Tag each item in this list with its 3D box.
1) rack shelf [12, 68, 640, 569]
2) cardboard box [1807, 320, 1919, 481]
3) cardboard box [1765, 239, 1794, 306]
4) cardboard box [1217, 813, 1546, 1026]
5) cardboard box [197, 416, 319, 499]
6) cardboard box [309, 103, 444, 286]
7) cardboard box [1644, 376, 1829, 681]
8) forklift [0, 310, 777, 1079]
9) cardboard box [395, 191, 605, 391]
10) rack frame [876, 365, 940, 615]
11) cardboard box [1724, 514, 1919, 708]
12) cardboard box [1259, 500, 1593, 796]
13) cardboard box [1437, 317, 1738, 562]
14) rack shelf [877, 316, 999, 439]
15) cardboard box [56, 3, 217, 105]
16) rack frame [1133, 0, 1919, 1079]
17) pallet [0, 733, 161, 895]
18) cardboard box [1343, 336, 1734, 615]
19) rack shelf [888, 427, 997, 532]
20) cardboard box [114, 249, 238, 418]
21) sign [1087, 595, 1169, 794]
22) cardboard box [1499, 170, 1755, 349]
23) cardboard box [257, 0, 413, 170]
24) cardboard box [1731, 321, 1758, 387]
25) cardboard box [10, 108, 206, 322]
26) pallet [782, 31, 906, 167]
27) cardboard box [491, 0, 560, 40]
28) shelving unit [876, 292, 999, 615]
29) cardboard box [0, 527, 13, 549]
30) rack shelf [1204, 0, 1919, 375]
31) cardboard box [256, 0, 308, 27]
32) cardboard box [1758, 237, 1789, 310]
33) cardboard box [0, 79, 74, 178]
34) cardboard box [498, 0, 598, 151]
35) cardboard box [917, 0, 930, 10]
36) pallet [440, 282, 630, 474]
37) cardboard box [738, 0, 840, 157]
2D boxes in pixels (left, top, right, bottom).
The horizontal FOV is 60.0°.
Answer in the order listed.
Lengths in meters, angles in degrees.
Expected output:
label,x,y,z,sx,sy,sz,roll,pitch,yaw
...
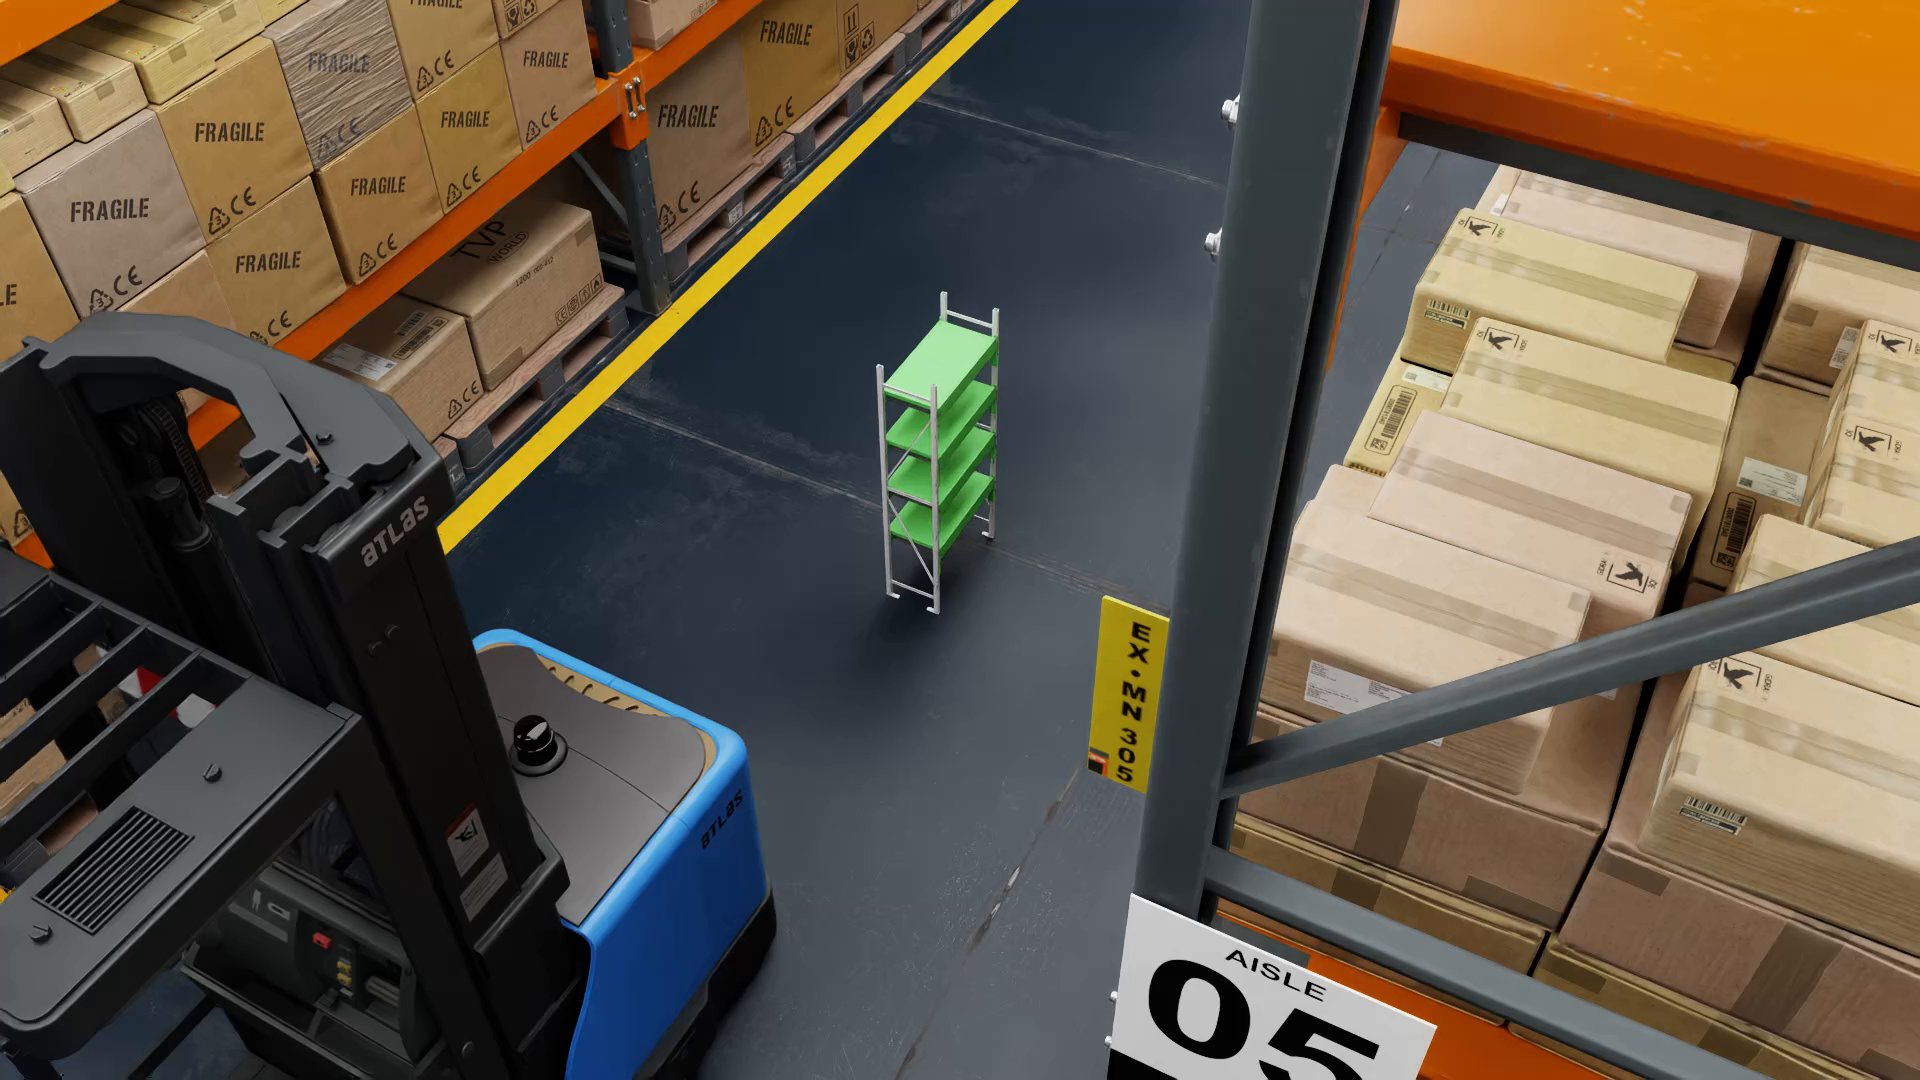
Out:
label,x,y,z,sx,sy,sz,roll,pitch,yaw
rack shelf,-2.813,-0.822,6.239,1.077,0.370,4.000,20,49,19
cardboard box,1.480,-0.145,2.429,0.380,0.149,0.250,21,49,20
cardboard box,1.844,-0.575,3.134,0.500,0.250,0.500,19,48,18
cardboard box,0.667,0.380,2.541,0.500,0.250,0.500,19,48,18
cardboard box,-3.106,-0.090,6.516,0.875,0.438,0.875,22,49,20
cardboard box,-2.328,-1.346,6.181,0.500,0.500,0.500,20,49,18
cardboard box,1.365,0.059,2.508,0.500,0.250,0.500,20,49,19
forklift,-1.770,1.066,3.915,1.130,2.935,3.031,21,49,20
cardboard box,-2.271,-1.221,7.634,0.875,0.438,0.875,20,49,19
rack frame,-0.190,-0.164,6.348,0.240,1.200,0.015,20,49,19
cardboard box,1.176,0.155,2.132,0.380,0.149,0.250,22,49,21
cardboard box,0.584,0.132,2.155,0.380,0.149,0.250,20,49,19
cardboard box,0.904,-0.153,2.437,0.380,0.149,0.250,19,48,18
rack shelf,-0.077,-0.610,6.204,0.258,0.148,0.480,20,49,19
cardboard box,-2.574,-1.525,5.198,0.380,0.149,0.250,19,48,18
rack frame,0.690,-0.353,1.052,1.000,3.000,0.127,20,49,19
pallet,-3.440,0.636,6.253,1.003,0.211,1.213,20,49,19
cardboard box,0.915,-0.118,2.683,0.500,0.250,0.500,19,48,18
rack shelf,-0.077,-0.273,6.546,0.258,0.148,0.480,20,49,19
cardboard box,-2.802,-0.700,5.542,0.500,0.500,0.500,20,49,19
sign,0.208,0.194,1.997,0.100,0.325,0.005,20,49,19
cardboard box,1.101,-0.495,2.775,0.380,0.149,0.250,19,48,18
cardboard box,-2.330,-1.692,5.820,0.500,0.500,0.500,21,49,20
cardboard box,1.601,-0.103,3.019,0.500,0.250,0.500,19,48,18
cardboard box,-2.801,-1.064,5.200,0.500,0.500,0.500,20,49,19
pallet,-1.028,-2.637,9.488,1.003,0.211,1.213,20,49,19
cardboard box,-1.859,-2.333,6.453,0.500,0.500,0.500,20,49,19
shelving unit,-0.077,-0.317,6.500,0.258,1.200,0.503,20,49,19
cardboard box,-3.264,-0.057,4.907,0.500,0.500,0.500,20,49,19
rack shelf,1.618,-1.359,2.554,1.077,0.370,4.000,20,49,19
cardboard box,-2.395,-1.866,5.535,0.380,0.149,0.250,19,48,18
cardboard box,1.399,-0.754,3.311,0.500,0.250,0.500,18,48,17
cardboard box,-2.869,-1.231,4.908,0.380,0.149,0.250,21,49,19
cardboard box,-1.873,-1.993,6.821,0.500,0.500,0.500,21,49,19
cardboard box,-0.422,-3.848,9.922,0.875,0.875,0.875,20,49,19
pallet,-2.307,-0.901,7.772,1.003,0.211,1.213,20,49,19
cardboard box,-1.255,-2.724,8.812,0.875,0.875,0.875,22,49,20
